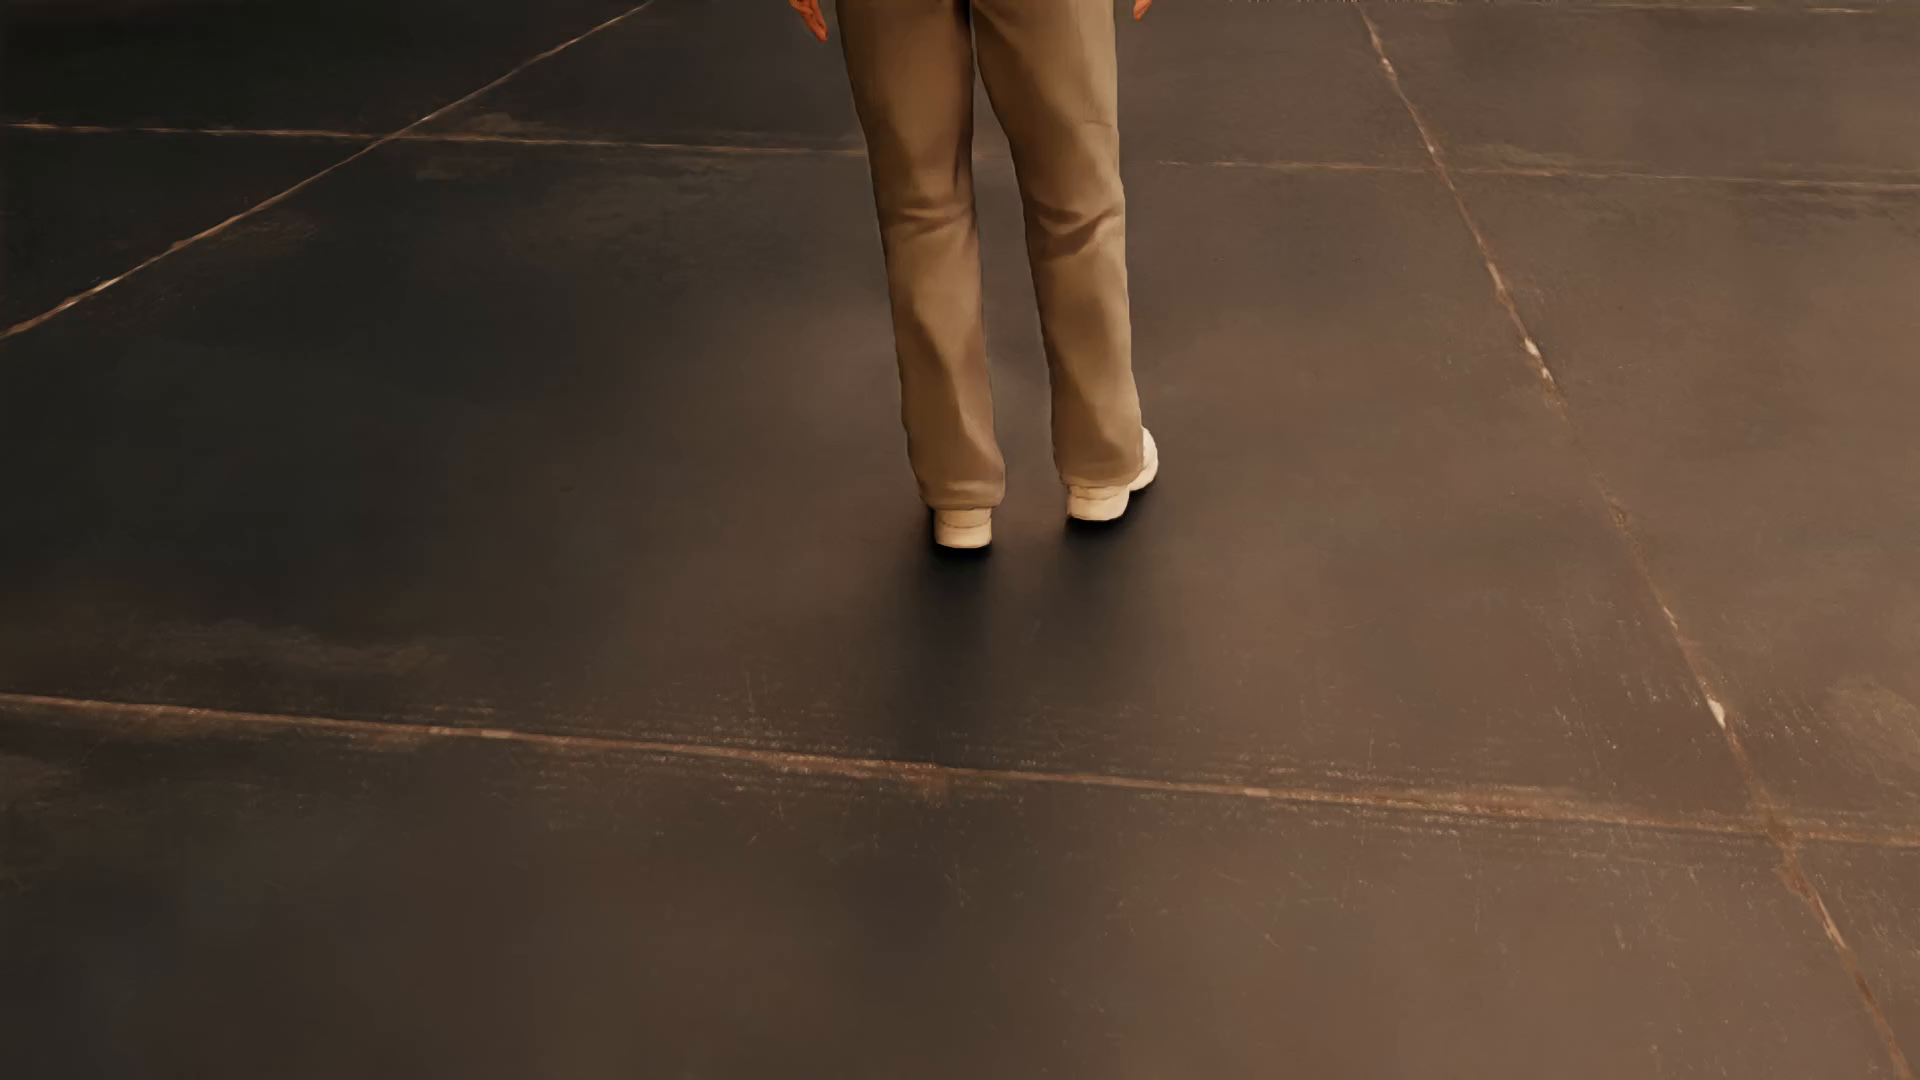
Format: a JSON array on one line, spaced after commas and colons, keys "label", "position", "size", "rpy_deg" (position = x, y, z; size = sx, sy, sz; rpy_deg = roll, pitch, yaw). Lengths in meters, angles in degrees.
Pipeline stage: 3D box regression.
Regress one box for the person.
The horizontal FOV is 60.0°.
[{"label": "person", "position": [0.023, -0.788, 2.187], "size": [0.550, 1.674, 0.548], "rpy_deg": [3, 27, 7]}]
